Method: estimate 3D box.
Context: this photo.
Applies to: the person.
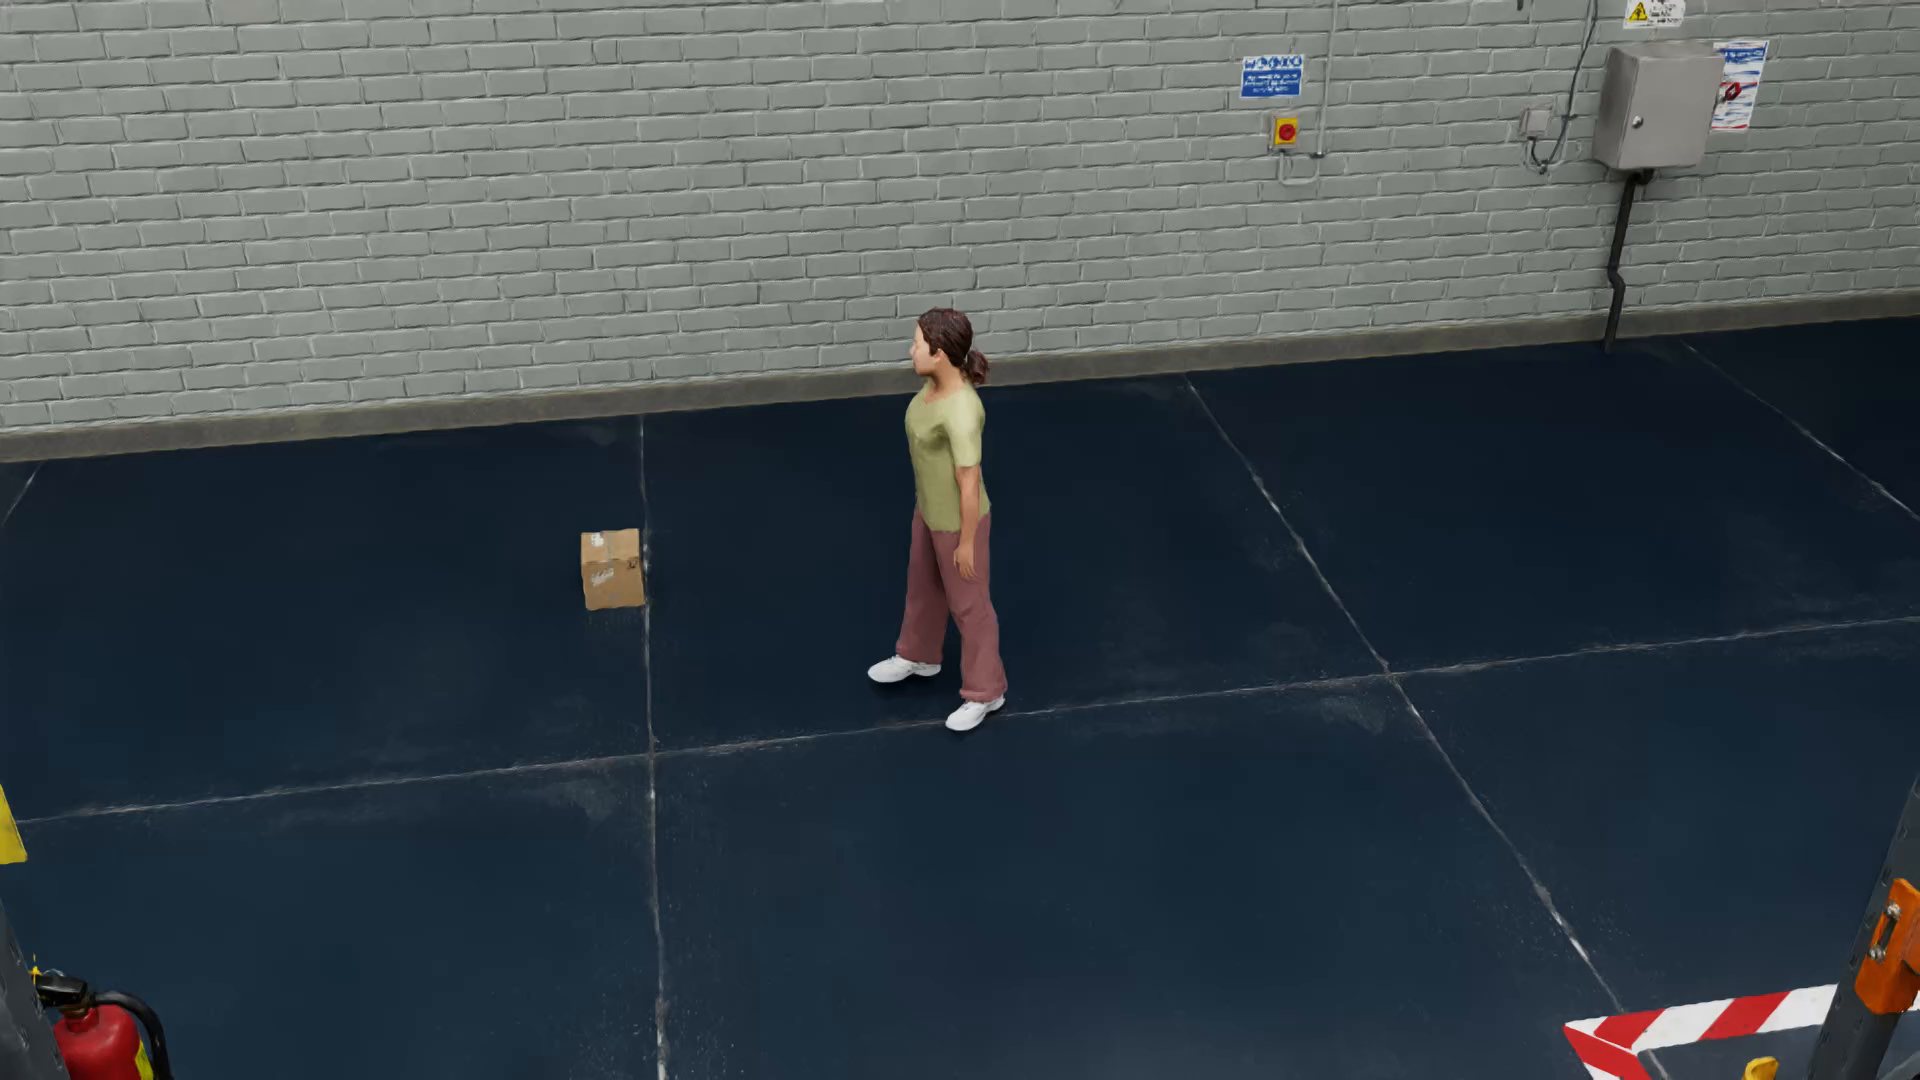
[{"bbox_3d":[-0.092,-0.102,6.254,0.517,1.673,0.621,-7,32,-12],"label":"person"}]
